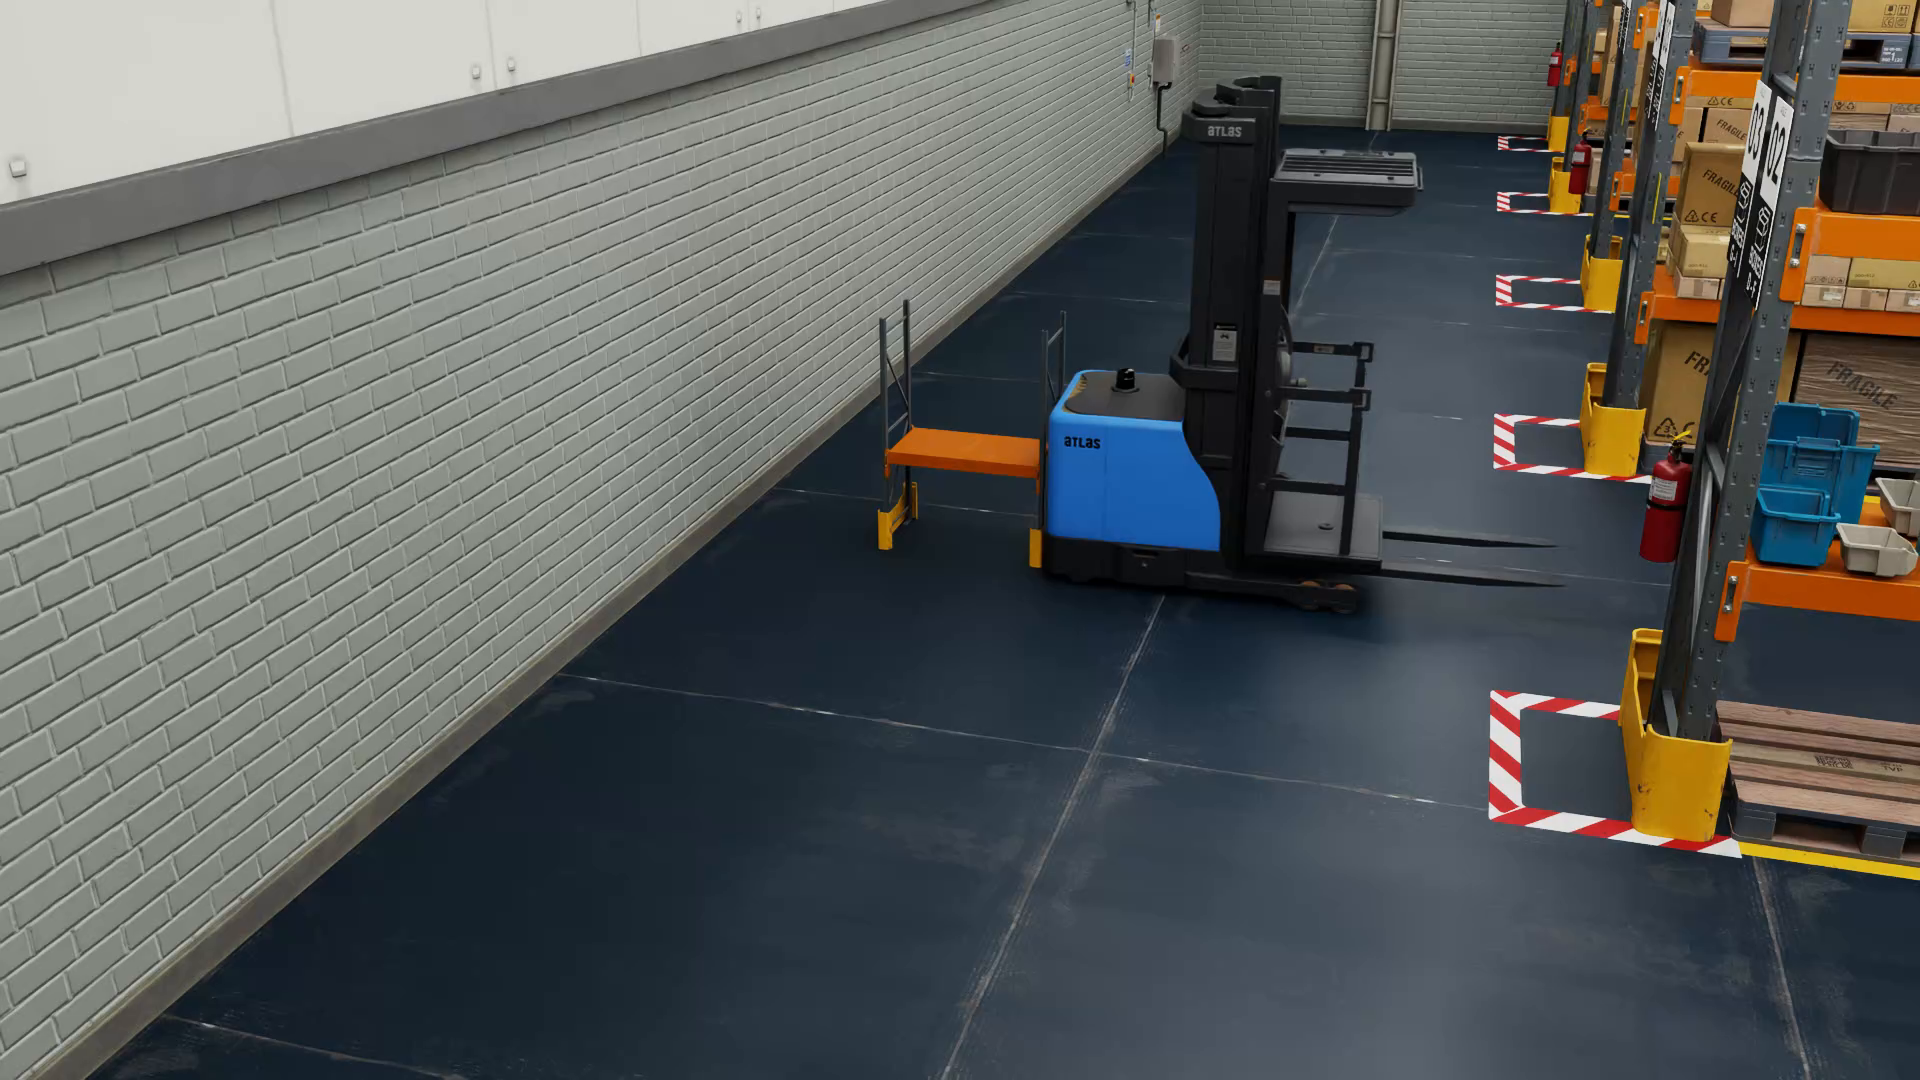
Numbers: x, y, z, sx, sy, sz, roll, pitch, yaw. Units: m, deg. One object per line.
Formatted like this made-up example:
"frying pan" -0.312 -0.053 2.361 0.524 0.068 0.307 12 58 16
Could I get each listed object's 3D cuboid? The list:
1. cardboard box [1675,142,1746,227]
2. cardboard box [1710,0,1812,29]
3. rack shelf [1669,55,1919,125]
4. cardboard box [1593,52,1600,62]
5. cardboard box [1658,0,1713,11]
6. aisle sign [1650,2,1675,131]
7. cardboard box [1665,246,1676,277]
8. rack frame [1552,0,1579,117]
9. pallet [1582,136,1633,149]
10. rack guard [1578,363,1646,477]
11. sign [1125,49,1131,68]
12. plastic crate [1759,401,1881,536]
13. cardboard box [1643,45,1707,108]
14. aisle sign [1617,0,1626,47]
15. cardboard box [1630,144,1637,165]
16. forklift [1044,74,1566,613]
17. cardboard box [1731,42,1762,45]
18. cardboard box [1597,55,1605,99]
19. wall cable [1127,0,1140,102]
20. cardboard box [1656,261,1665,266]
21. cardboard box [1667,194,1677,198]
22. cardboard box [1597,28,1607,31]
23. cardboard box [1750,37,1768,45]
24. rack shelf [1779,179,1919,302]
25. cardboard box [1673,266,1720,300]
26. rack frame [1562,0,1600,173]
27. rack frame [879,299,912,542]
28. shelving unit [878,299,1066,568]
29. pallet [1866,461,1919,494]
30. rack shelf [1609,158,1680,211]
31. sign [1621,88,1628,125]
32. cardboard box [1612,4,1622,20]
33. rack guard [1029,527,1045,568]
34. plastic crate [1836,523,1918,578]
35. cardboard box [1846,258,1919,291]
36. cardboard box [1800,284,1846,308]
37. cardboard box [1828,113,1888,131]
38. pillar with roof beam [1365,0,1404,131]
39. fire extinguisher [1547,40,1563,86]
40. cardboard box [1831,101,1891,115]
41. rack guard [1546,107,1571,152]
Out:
"cardboard box" 5.383 -2.514 11.763 0.500 0.500 0.500 7 23 16
"cardboard box" 5.354 -3.693 11.052 0.500 0.500 0.700 5 23 12
"rack shelf" 6.755 -2.892 10.863 4.000 0.370 1.077 7 23 16
"cardboard box" 9.369 -7.209 24.723 0.250 0.149 0.380 6 23 15
"cardboard box" 6.726 -5.024 15.310 0.500 0.250 0.500 7 23 17
"aisle sign" 4.685 -3.158 11.091 0.004 0.787 0.394 7 23 16
"cardboard box" 5.277 -2.021 12.075 0.250 0.149 0.380 7 23 17
"rack frame" 9.133 -7.461 25.006 0.127 3.000 1.000 7 23 16
"pallet" 9.970 -6.075 25.303 1.213 0.211 1.003 7 23 16
"rack guard" 4.818 -0.902 12.311 0.348 0.500 1.175 7 23 16
"sign" 2.226 -6.381 22.017 0.001 0.218 0.327 7 23 16
"plastic crate" 3.785 -0.332 7.501 0.499 0.435 0.616 7 23 16
"cardboard box" 6.723 -4.348 15.576 0.500 0.500 0.500 6 23 15
"aisle sign" 6.387 -5.167 15.989 0.004 0.787 0.394 7 23 16
"cardboard box" 6.764 -3.798 16.408 0.250 0.149 0.380 7 23 16
"forklift" 2.086 -1.150 9.711 3.031 2.935 1.130 5 23 13
"cardboard box" 7.365 -4.478 15.894 0.500 0.500 0.500 6 23 14
"cardboard box" 8.242 -5.746 20.695 0.500 0.500 0.500 7 23 16
"wall cable" 2.298 -6.751 21.896 0.123 1.953 0.585 7 23 16
"cardboard box" 6.798 -2.710 16.234 0.250 0.149 0.380 8 23 18
"cardboard box" 9.243 -4.532 20.690 0.875 0.438 0.875 7 23 17
"cardboard box" 9.651 -7.575 25.090 0.500 0.250 0.500 7 23 17
"cardboard box" 9.550 -5.848 19.624 0.500 0.500 0.500 7 23 16
"rack shelf" 5.325 -1.092 6.476 4.000 0.370 1.077 7 23 16
"cardboard box" 5.085 -1.781 11.491 0.250 0.149 0.380 7 23 16
"rack frame" 7.703 -5.657 20.608 0.127 3.000 1.000 7 23 16
"rack frame" -0.405 -0.740 10.598 0.032 1.500 0.500 7 23 16
"shelving unit" 0.073 -0.686 10.465 1.083 1.500 0.587 7 23 16
"pallet" 6.793 -0.572 11.888 1.213 0.211 1.003 7 23 16
"rack shelf" 8.285 -3.295 15.799 4.000 0.370 1.077 7 23 16
"sign" 6.214 -4.051 15.552 0.005 0.325 0.100 7 23 16
"cardboard box" 7.963 -6.326 19.936 0.250 0.149 0.380 7 23 17
"rack guard" 0.550 -0.053 10.569 0.087 0.250 0.587 7 23 16
"plastic crate" 3.834 0.049 6.965 0.298 0.136 0.250 7 23 16
"cardboard box" 6.202 -1.863 11.165 0.500 0.250 0.500 6 23 14
"cardboard box" 5.827 -1.698 11.287 0.250 0.149 0.380 6 23 15
"cardboard box" 8.195 -3.720 15.363 0.500 0.500 0.500 6 23 14
"pillar with roof beam" 5.569 -9.295 21.573 0.400 9.000 9.100 7 23 16
"fire extinguisher" 8.859 -7.101 24.721 0.183 0.674 0.296 7 23 16
"cardboard box" 8.189 -4.175 15.155 0.500 0.500 0.500 6 23 14
"rack guard" 9.206 -6.296 25.460 0.348 0.500 1.175 7 23 16
